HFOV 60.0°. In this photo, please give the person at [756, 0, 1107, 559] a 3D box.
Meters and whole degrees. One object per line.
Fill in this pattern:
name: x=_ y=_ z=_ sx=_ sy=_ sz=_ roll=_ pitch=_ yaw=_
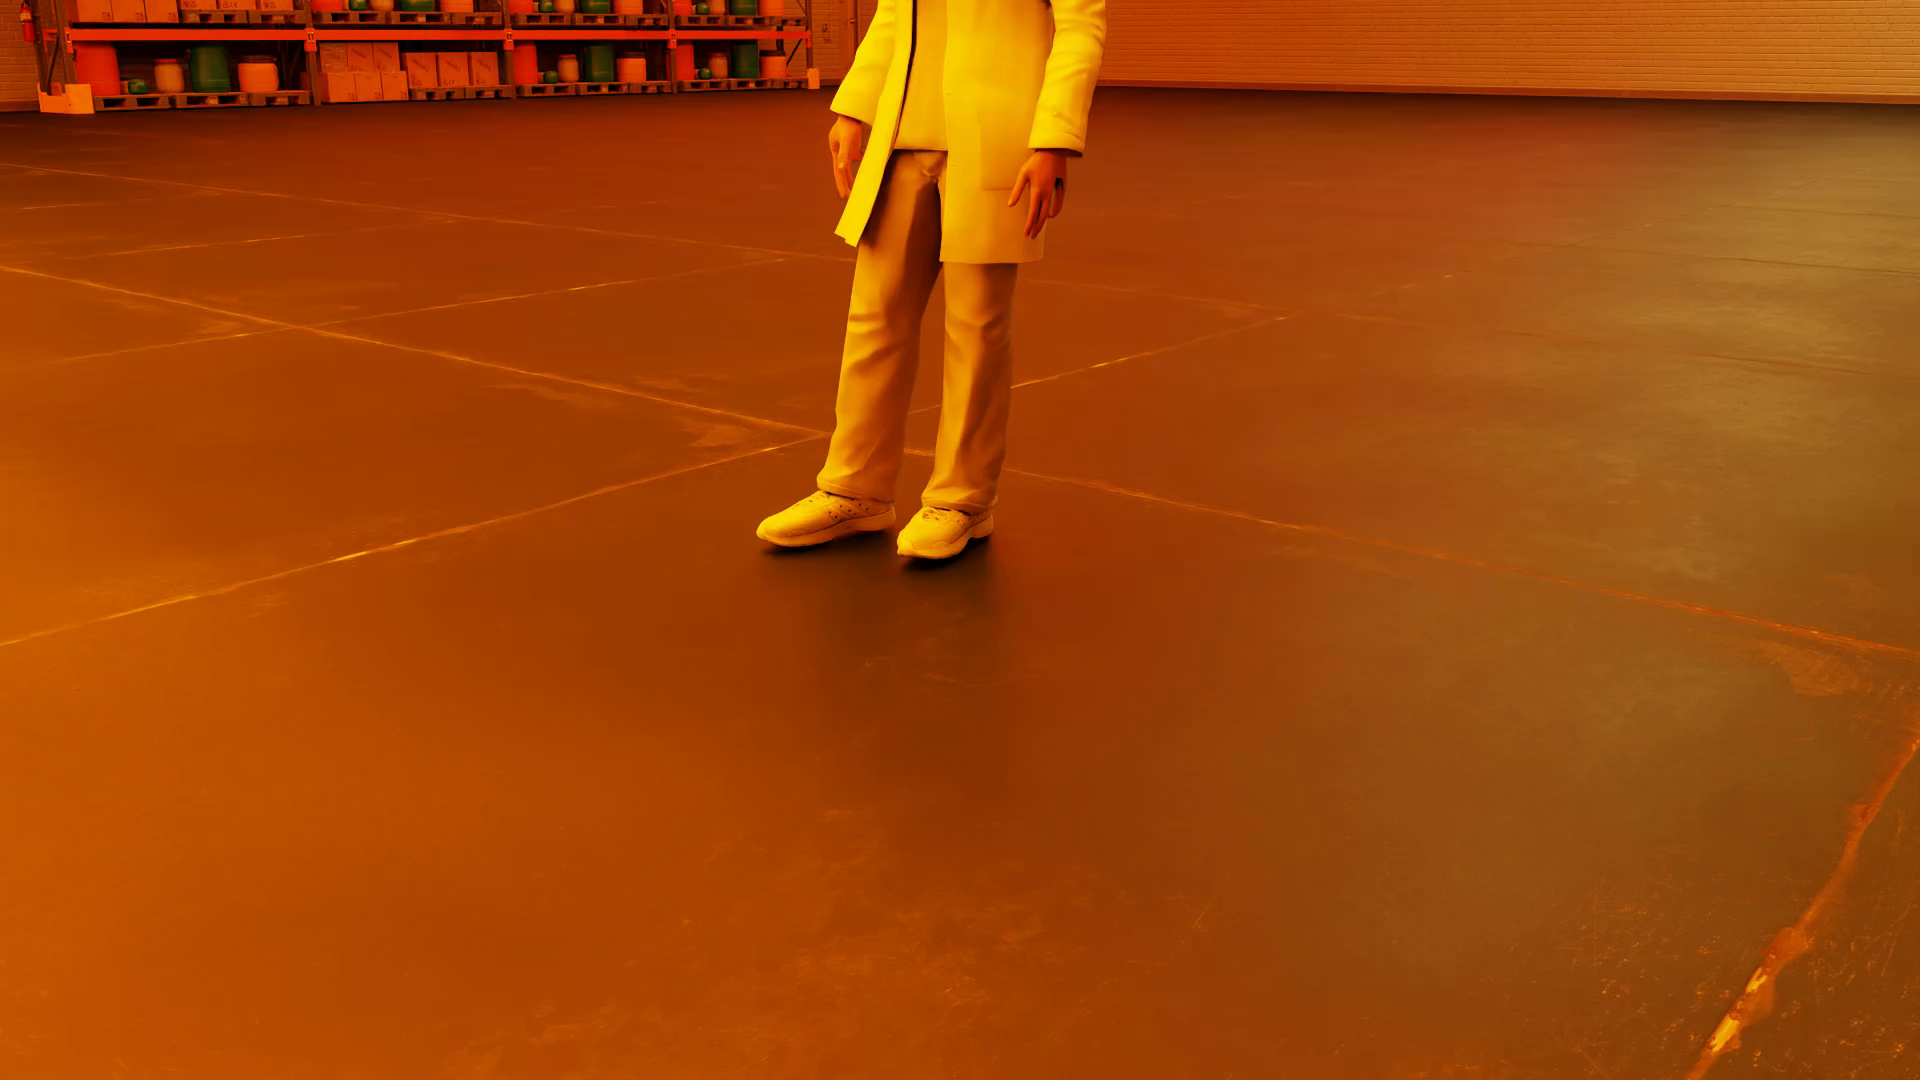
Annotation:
person: x=-0.061 y=-0.838 z=3.618 sx=0.696 sy=1.776 sz=0.581 roll=13 pitch=21 yaw=37
